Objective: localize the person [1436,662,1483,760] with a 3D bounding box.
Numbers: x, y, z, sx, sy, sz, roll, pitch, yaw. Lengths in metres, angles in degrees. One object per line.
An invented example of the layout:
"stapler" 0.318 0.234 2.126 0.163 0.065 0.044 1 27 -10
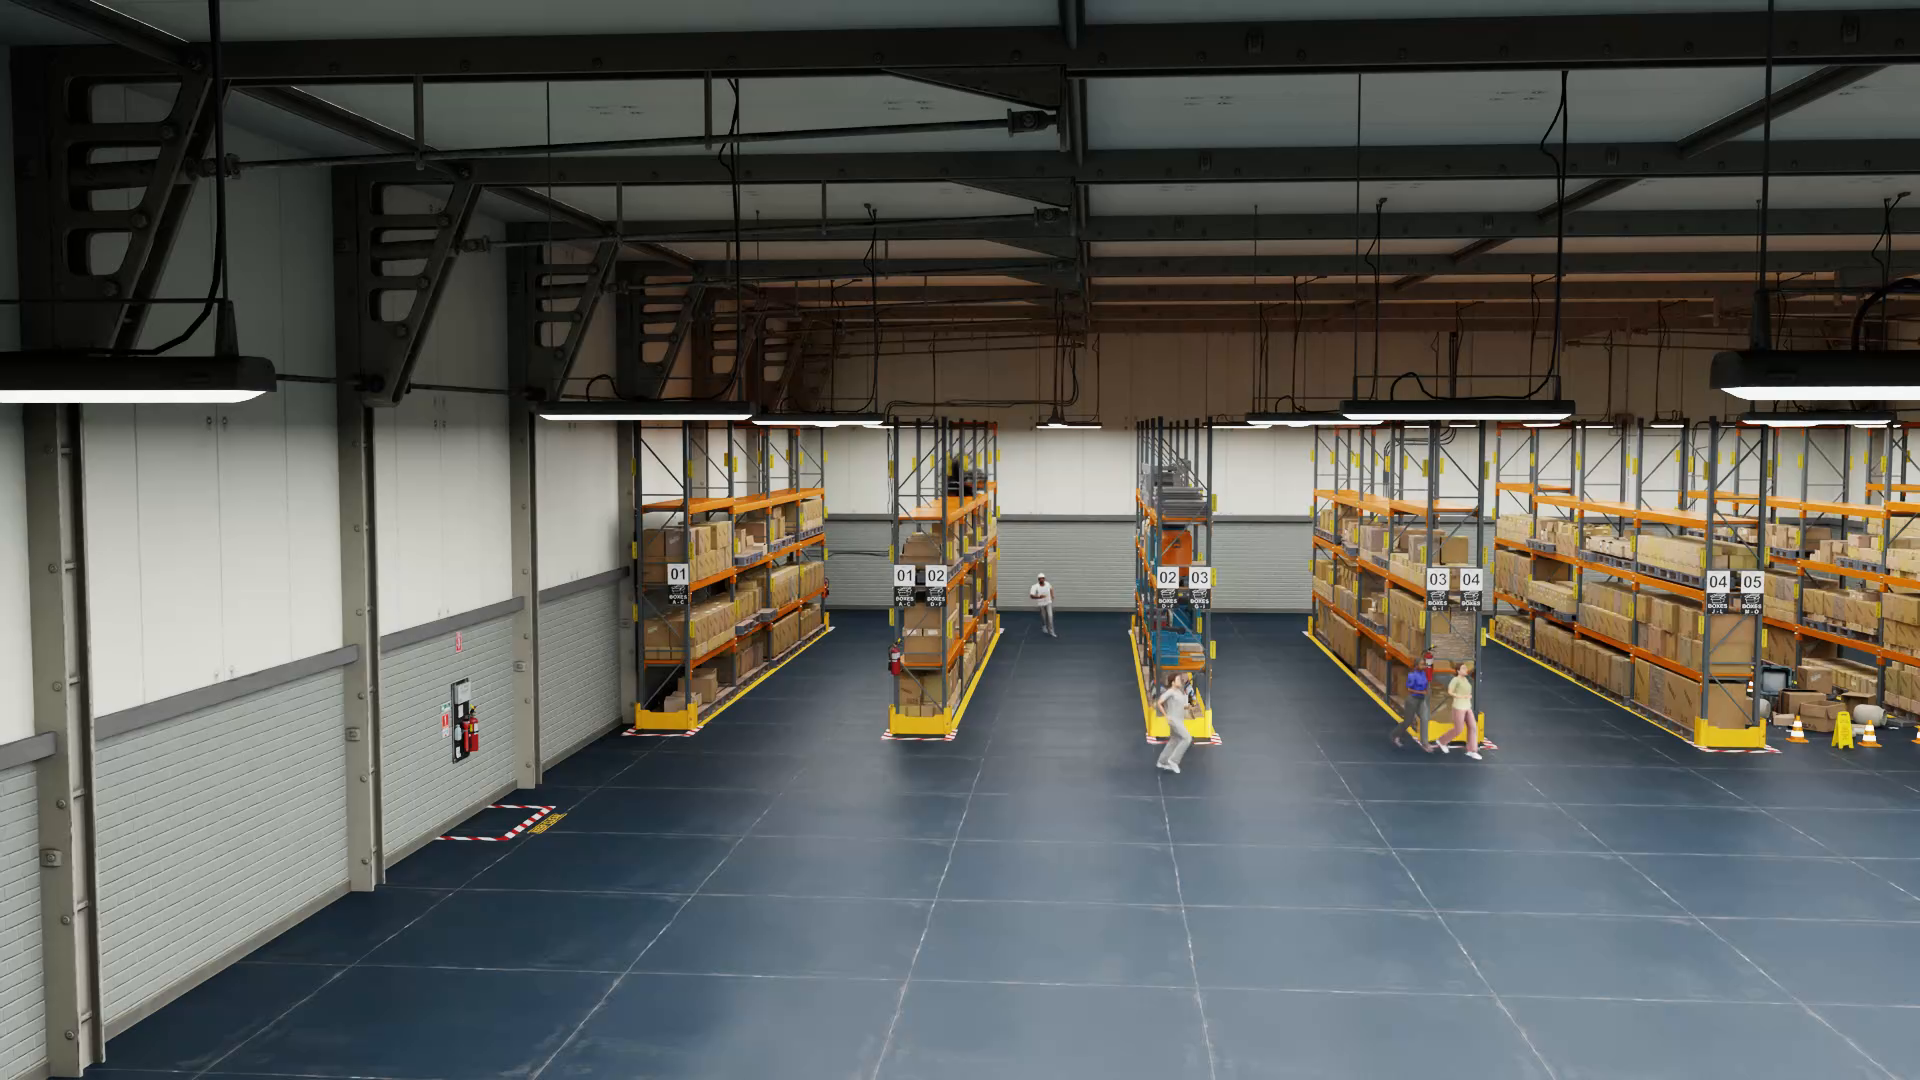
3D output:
"person" 8.776 2.980 29.178 0.587 1.681 0.837 -3 5 -40

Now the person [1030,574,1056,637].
"person" 2.306 1.818 46.685 0.717 1.778 0.897 -1 4 -14

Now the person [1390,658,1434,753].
"person" 8.167 2.990 29.876 0.538 1.558 0.900 -2 4 -32

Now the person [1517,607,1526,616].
"person" 16.106 1.805 47.468 0.778 1.675 0.628 -3 5 -42

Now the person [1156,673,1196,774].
"person" 3.617 3.066 27.869 0.685 1.671 0.535 2 4 24
